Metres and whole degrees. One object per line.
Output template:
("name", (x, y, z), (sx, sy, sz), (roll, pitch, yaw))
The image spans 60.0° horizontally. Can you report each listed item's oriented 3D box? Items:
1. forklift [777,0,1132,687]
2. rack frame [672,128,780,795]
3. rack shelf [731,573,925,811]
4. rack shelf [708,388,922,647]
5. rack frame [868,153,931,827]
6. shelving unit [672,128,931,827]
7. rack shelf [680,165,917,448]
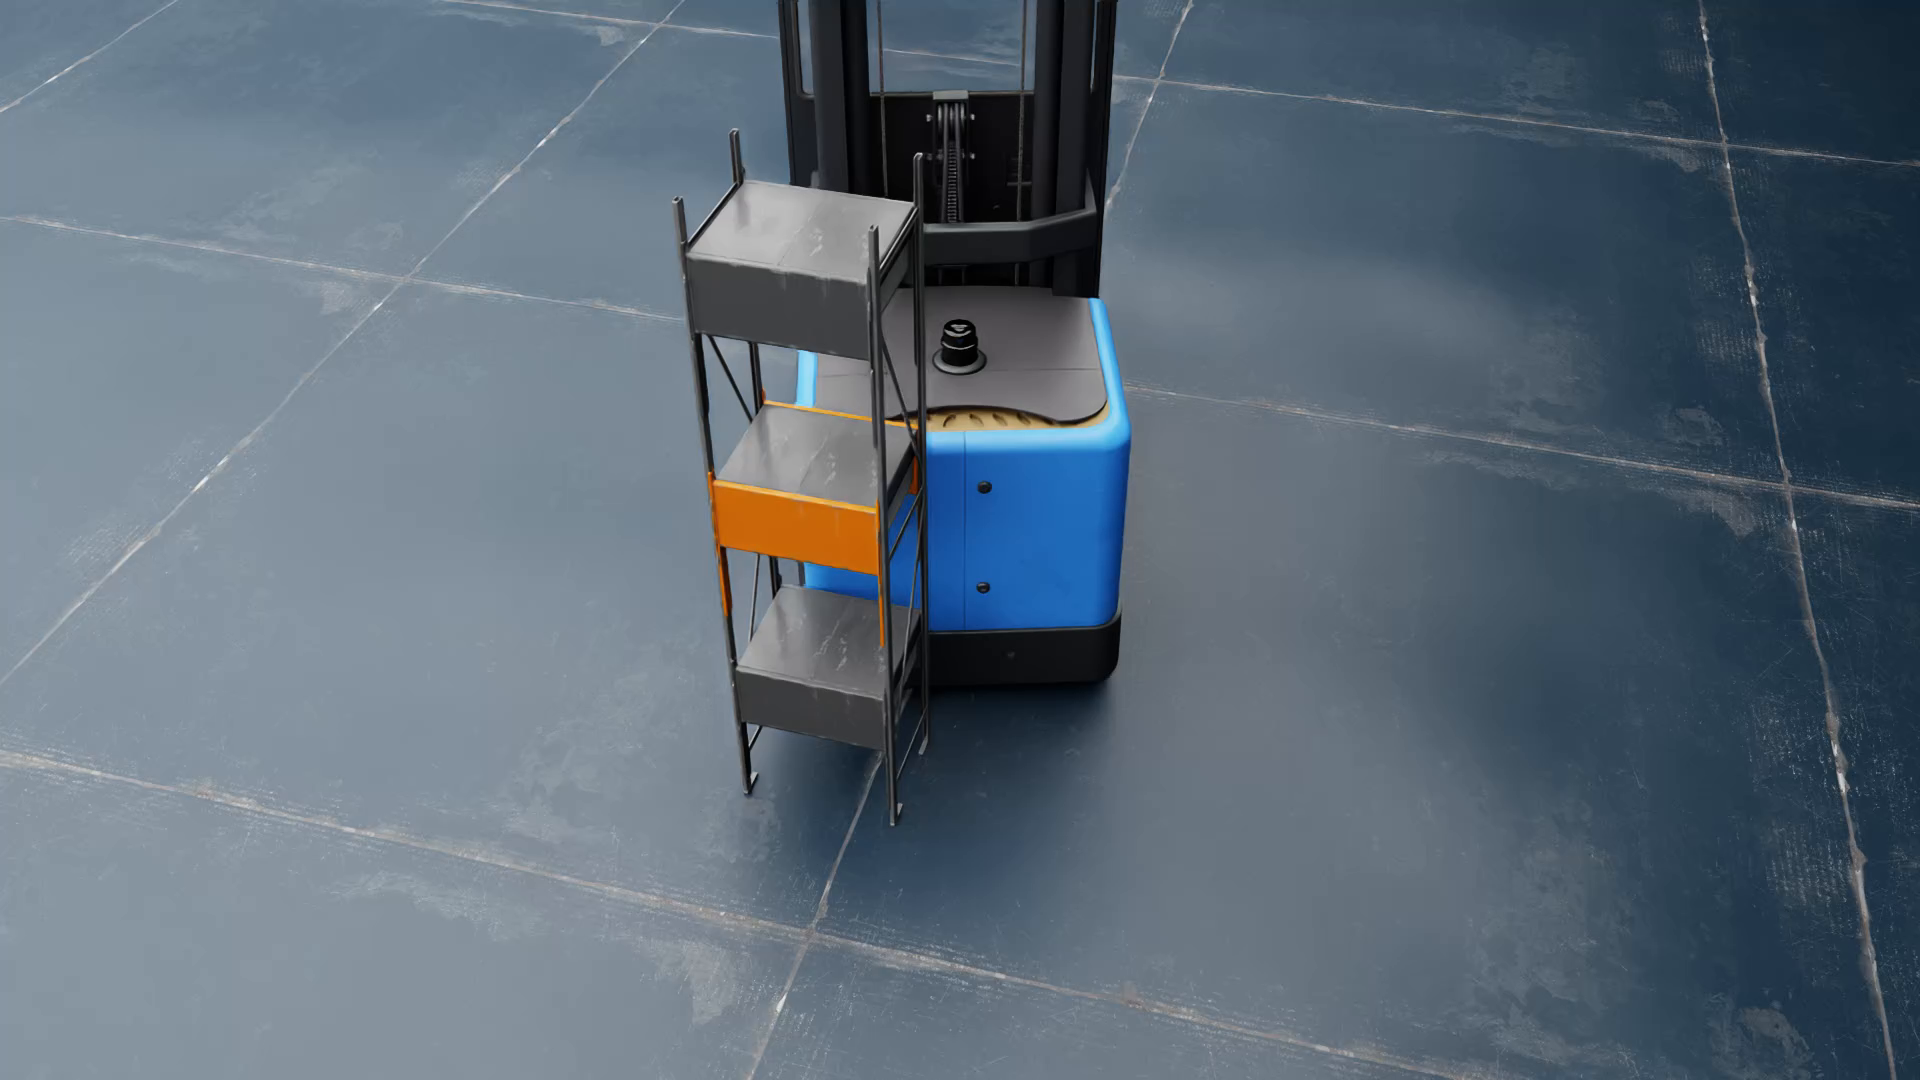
("forklift", (-0.052, -1.555, 5.822), (1.130, 2.935, 3.031), (-2, 40, -2))
("rack frame", (-0.625, -0.119, 4.757), (0.015, 2.100, 0.400), (10, 41, 12))
("rack shelf", (-0.391, 0.470, 5.166), (0.480, 0.518, 0.431), (10, 41, 12))
("rack shelf", (-0.390, -0.066, 4.716), (0.480, 0.518, 0.431), (10, 41, 12))
("rack frame", (-0.155, -0.034, 4.658), (0.015, 2.100, 0.400), (10, 41, 12))
("shelving unit", (-0.390, -0.076, 4.707), (0.503, 2.100, 0.431), (10, 41, 12))
("rack shelf", (-0.388, -0.602, 4.265), (0.480, 0.518, 0.431), (10, 41, 12))
